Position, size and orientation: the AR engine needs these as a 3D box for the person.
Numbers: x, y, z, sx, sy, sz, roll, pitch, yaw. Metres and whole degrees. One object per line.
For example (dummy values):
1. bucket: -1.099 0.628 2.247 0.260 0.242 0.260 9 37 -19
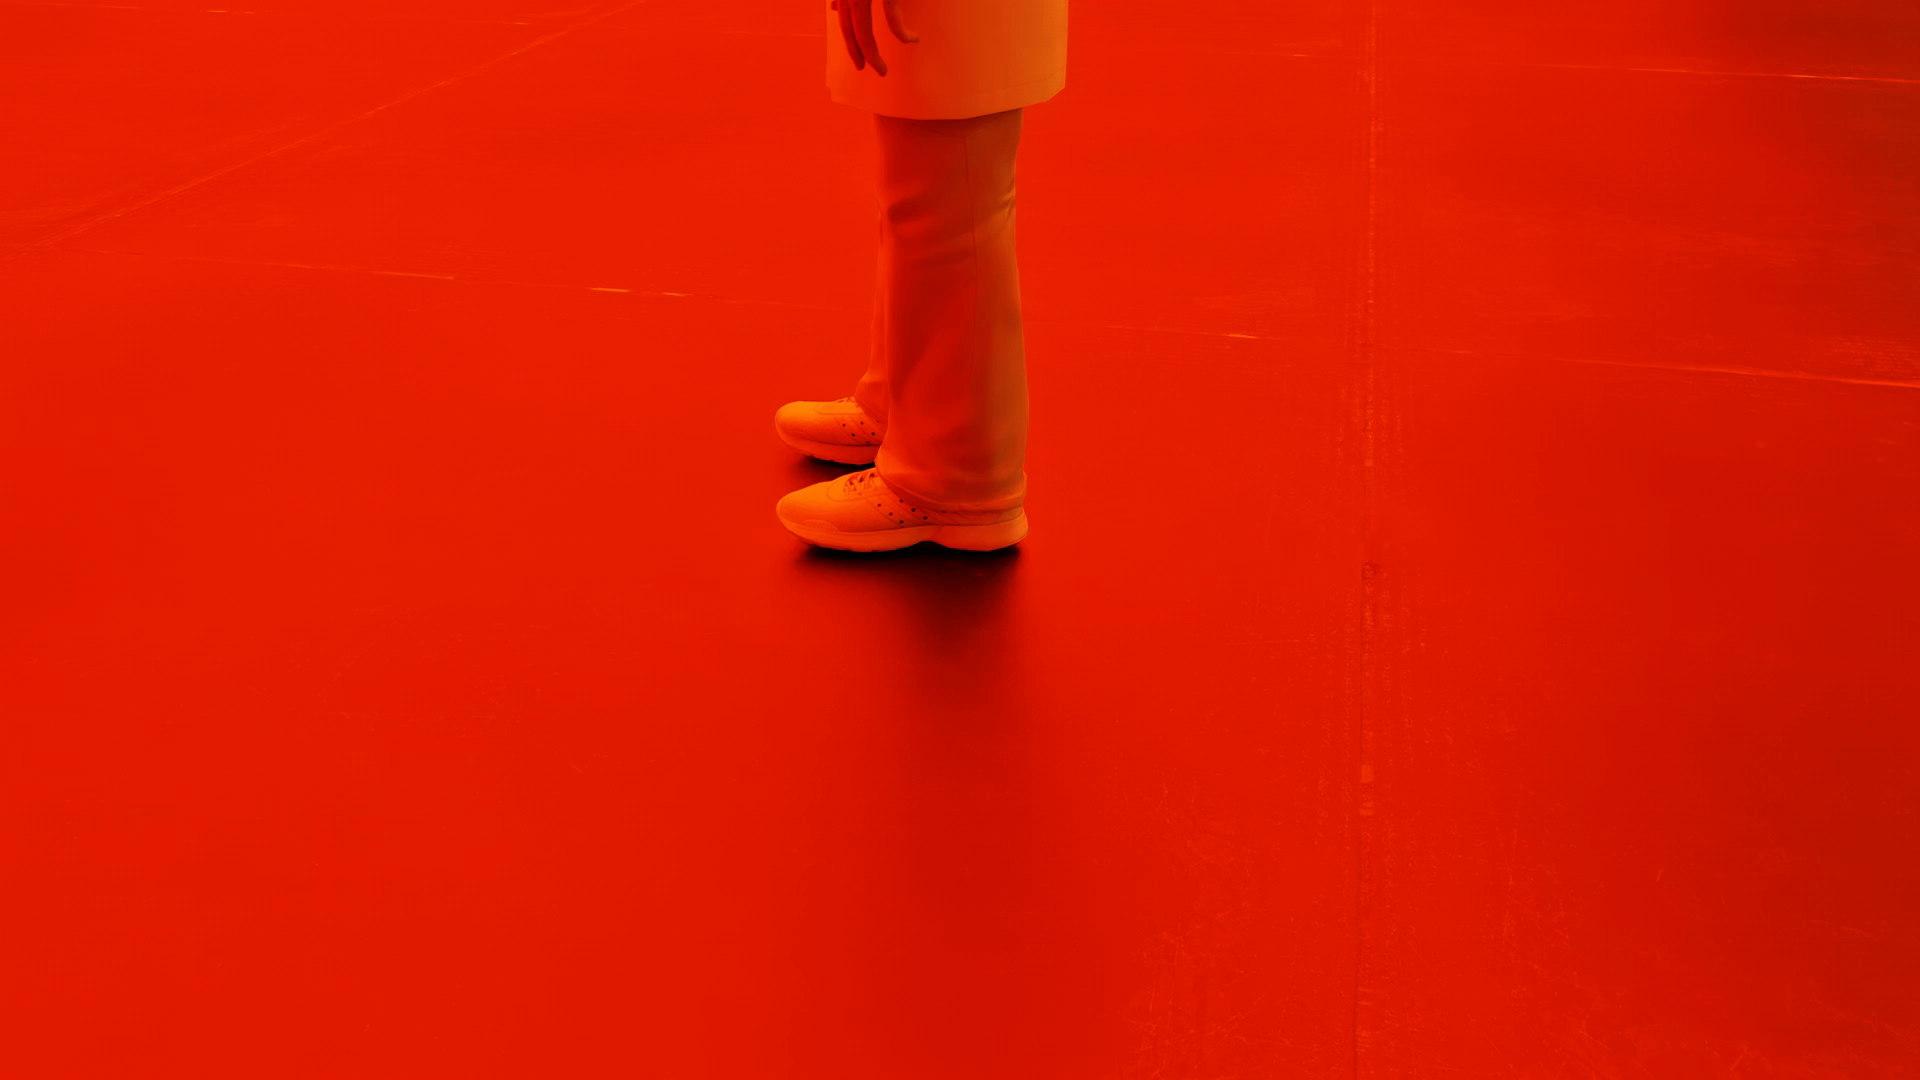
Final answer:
1. person: -0.087 -0.811 2.118 0.581 1.775 0.694 6 27 11
